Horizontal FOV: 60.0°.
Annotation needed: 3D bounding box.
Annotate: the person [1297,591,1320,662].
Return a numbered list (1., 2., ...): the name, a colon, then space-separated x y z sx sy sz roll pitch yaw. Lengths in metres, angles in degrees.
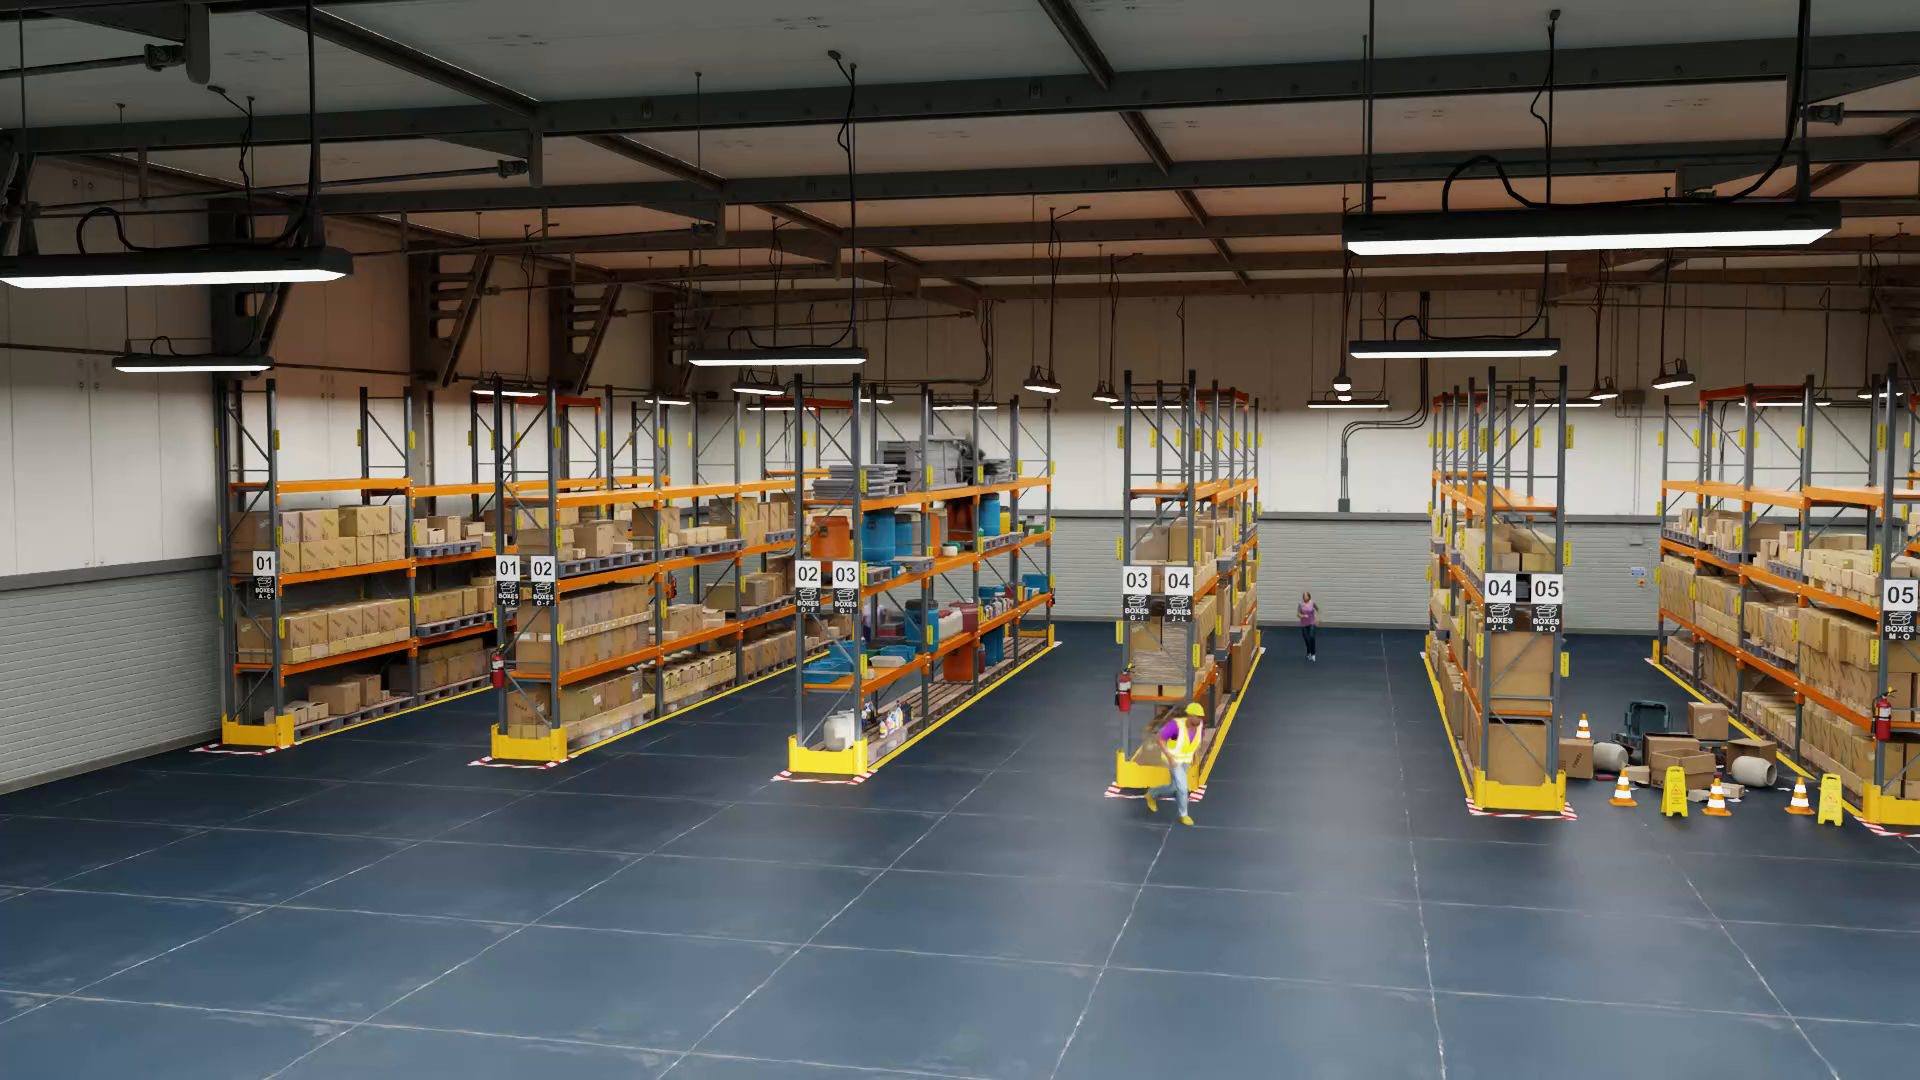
1. person: 7.892 1.961 37.716 0.481 1.620 0.640 1 4 22

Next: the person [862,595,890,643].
1. person: -1.738 1.929 33.192 0.584 1.746 0.678 1 4 12

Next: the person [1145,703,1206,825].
1. person: 2.831 2.907 21.835 0.701 1.641 1.056 -2 4 -34
